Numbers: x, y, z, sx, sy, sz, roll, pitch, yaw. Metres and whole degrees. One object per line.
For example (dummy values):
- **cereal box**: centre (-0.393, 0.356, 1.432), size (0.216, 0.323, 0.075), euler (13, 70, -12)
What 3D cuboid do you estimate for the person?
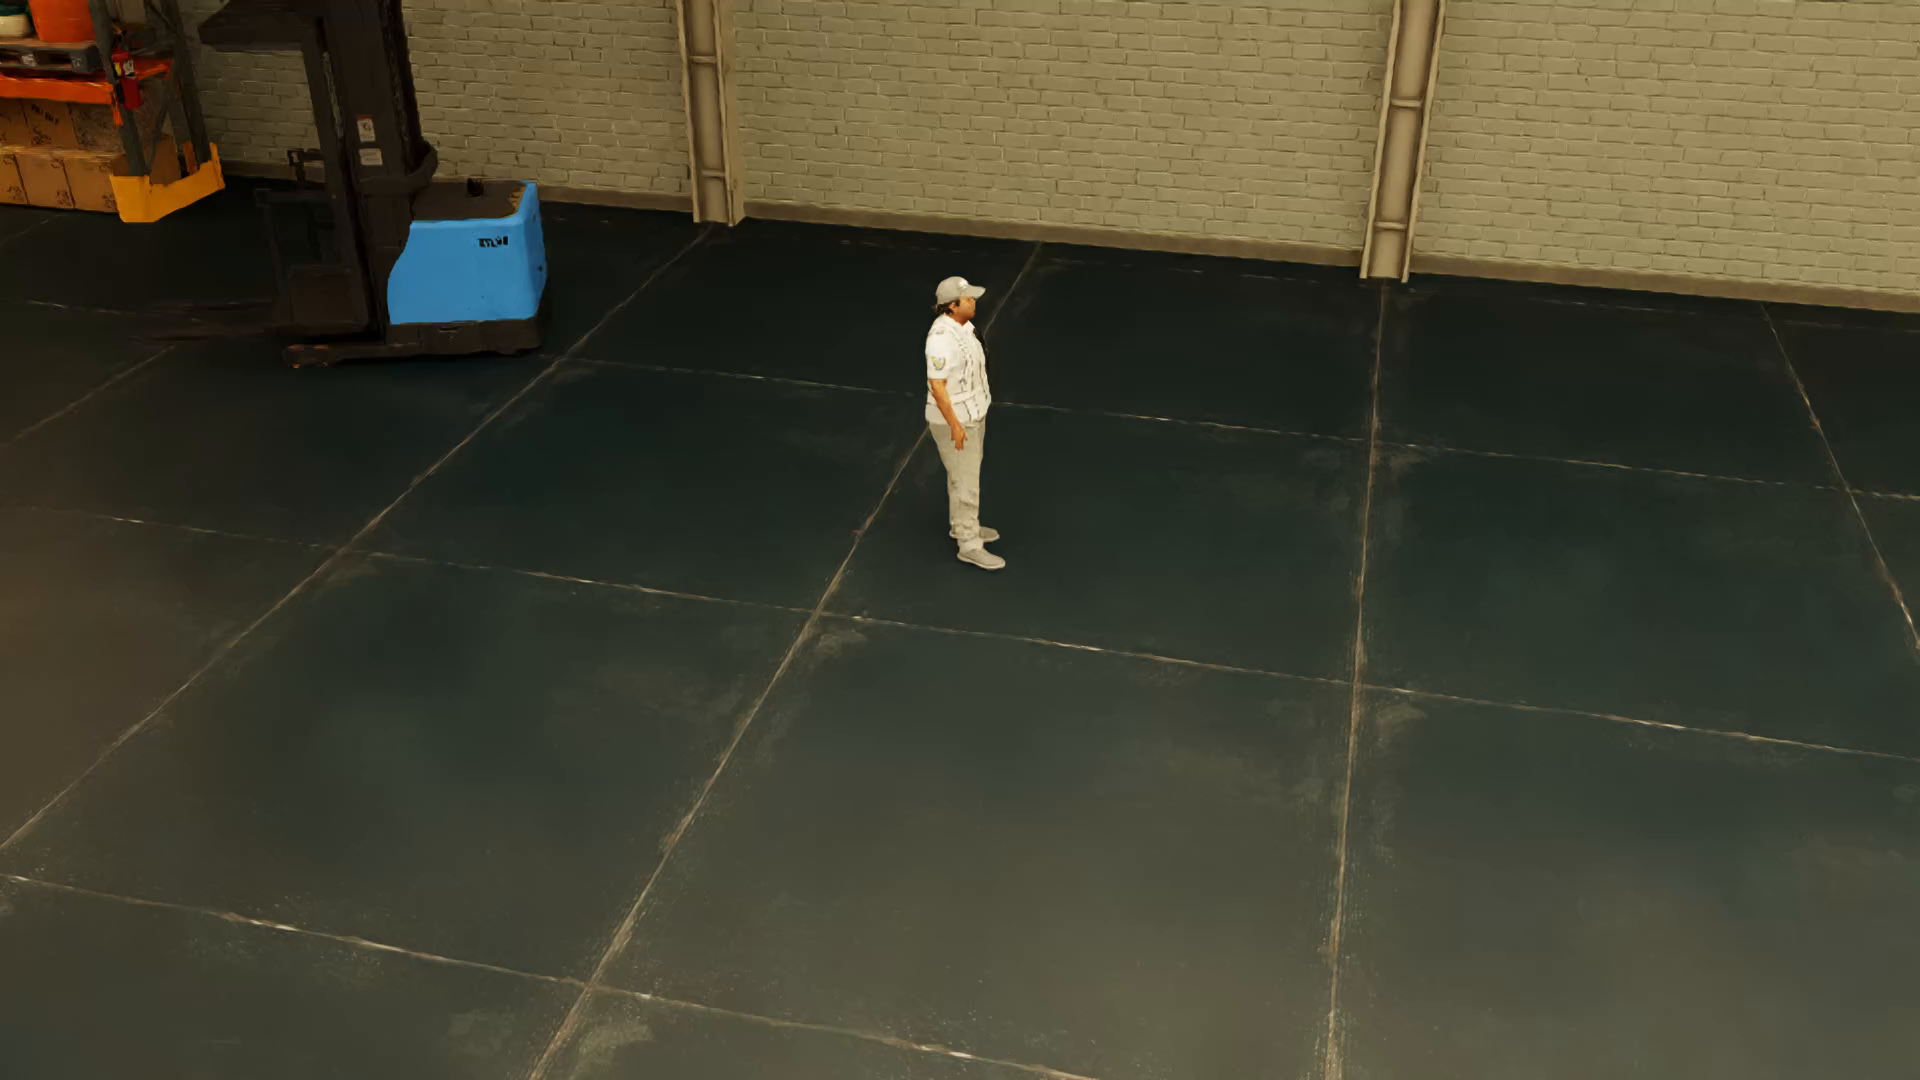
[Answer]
- **person**: centre (0.069, -0.712, 9.694), size (0.529, 1.669, 0.598), euler (7, 30, 12)

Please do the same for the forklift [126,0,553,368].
- **forklift**: centre (-4.730, -2.835, 12.174), size (3.031, 2.935, 1.130), euler (-3, 30, -5)
